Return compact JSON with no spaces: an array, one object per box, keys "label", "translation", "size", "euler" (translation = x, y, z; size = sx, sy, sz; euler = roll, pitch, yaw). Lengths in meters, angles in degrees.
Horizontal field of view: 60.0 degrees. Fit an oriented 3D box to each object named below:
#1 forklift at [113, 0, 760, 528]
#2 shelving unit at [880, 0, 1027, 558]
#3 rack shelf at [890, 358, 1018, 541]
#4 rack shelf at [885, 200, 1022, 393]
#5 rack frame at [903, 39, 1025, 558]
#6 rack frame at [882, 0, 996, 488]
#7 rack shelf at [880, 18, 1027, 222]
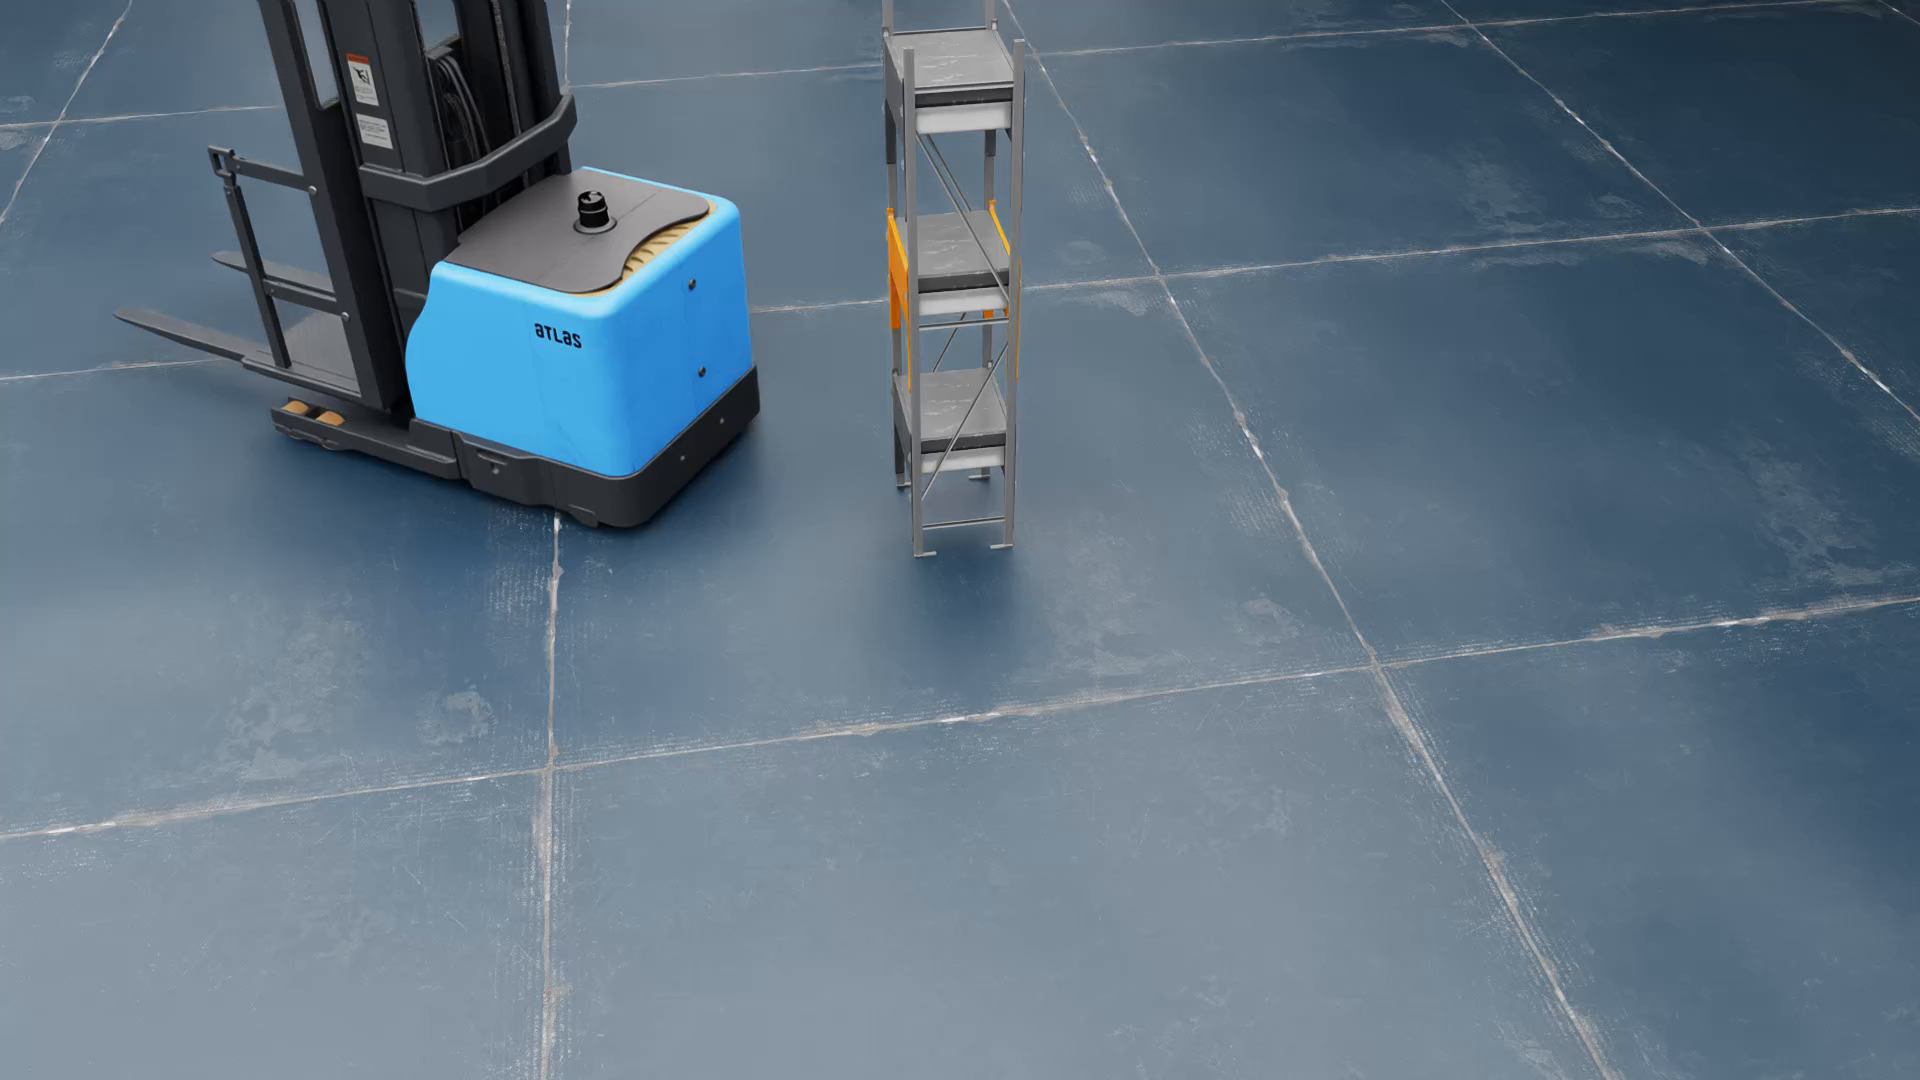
[{"label":"forklift","translation":[-2.443,-1.822,6.706],"size":[3.031,2.935,1.130],"euler":[16,41,20]},{"label":"shelving unit","translation":[-0.029,-0.929,6.235],"size":[0.431,2.100,0.503],"euler":[-6,38,-8]},{"label":"rack shelf","translation":[-0.029,-0.366,6.672],"size":[0.431,0.518,0.480],"euler":[-6,38,-8]},{"label":"rack shelf","translation":[-0.029,-0.918,6.243],"size":[0.431,0.518,0.480],"euler":[-6,38,-8]},{"label":"rack frame","translation":[0.014,-0.782,6.045],"size":[0.400,2.100,0.015],"euler":[-6,38,-8]},{"label":"rack frame","translation":[-0.072,-1.077,6.424],"size":[0.400,2.100,0.015],"euler":[-6,38,-8]},{"label":"rack shelf","translation":[-0.029,-1.471,5.813],"size":[0.431,0.518,0.480],"euler":[-6,38,-8]}]
